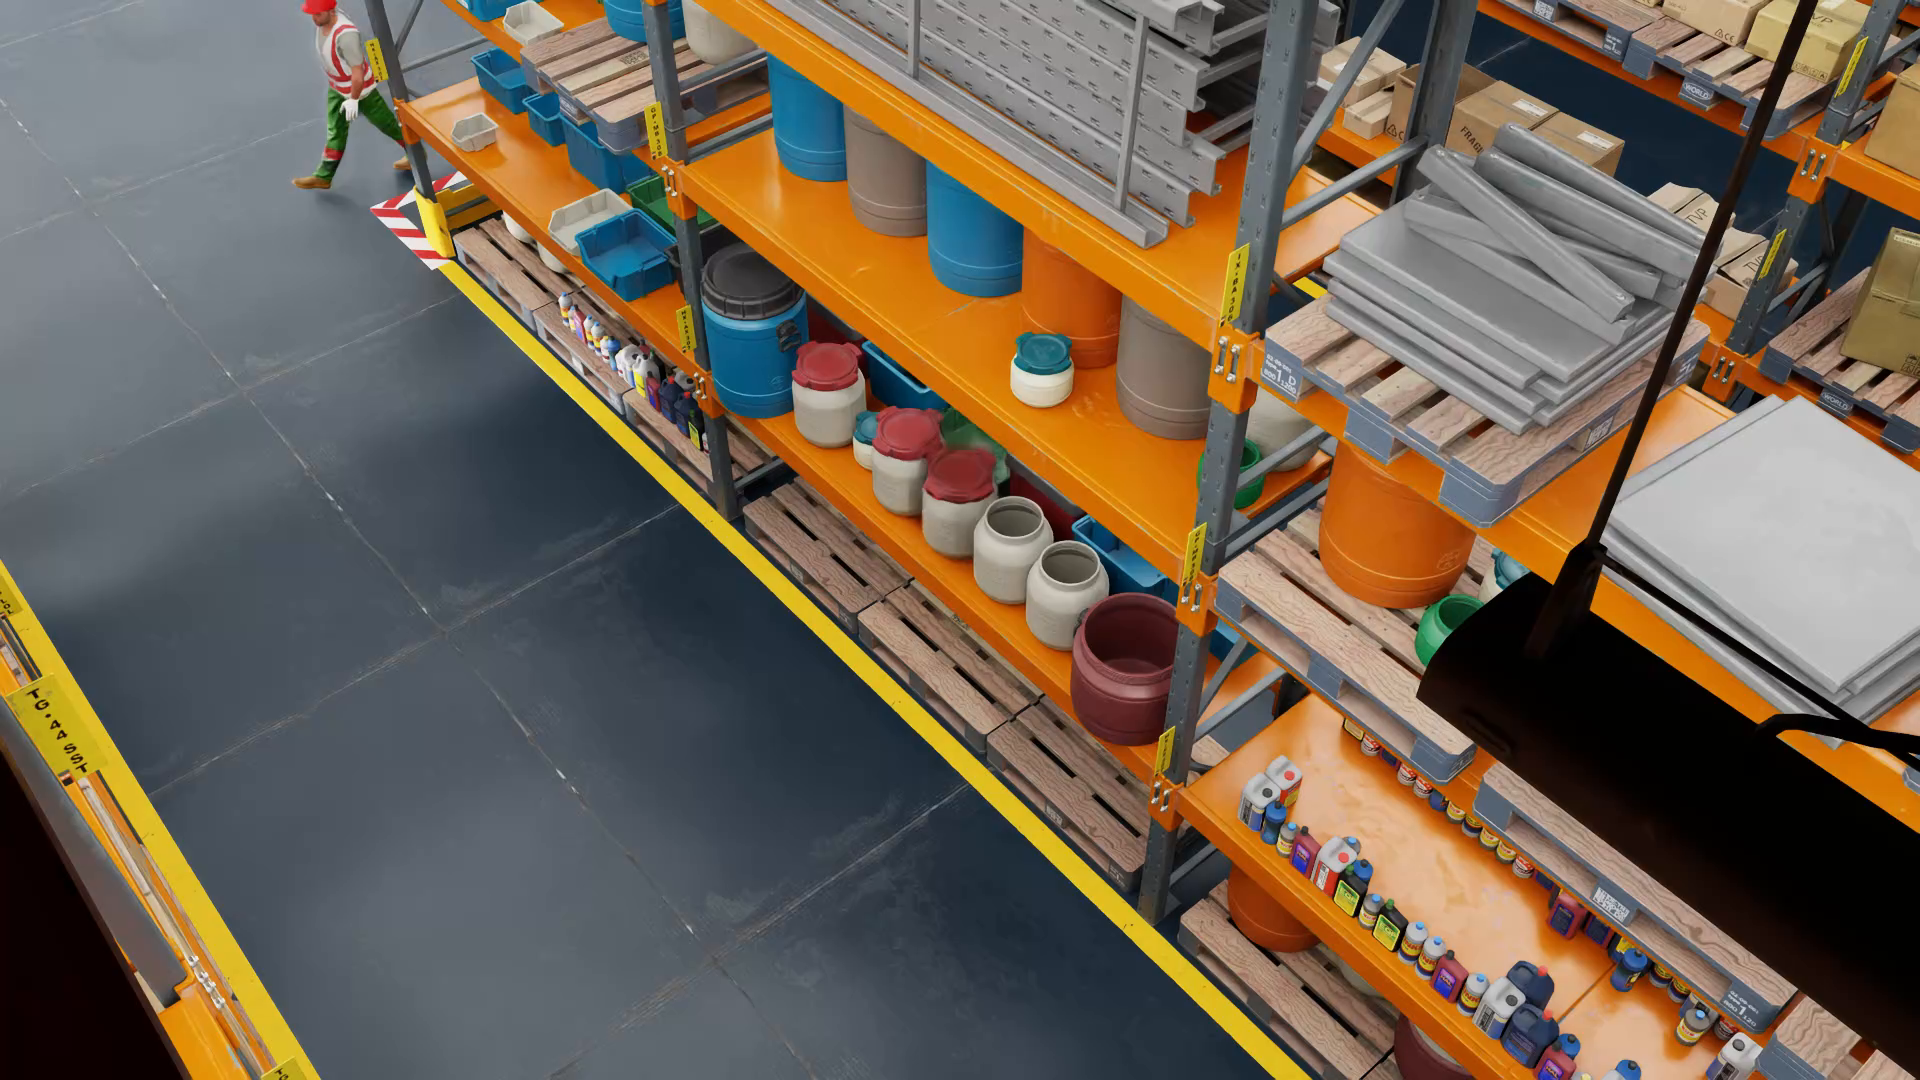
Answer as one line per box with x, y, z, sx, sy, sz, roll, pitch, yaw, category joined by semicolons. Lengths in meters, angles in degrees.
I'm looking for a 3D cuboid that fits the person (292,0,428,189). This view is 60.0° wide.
-4.894;-3.567;13.139;0.606;1.718;1.044;32;54;27;person
